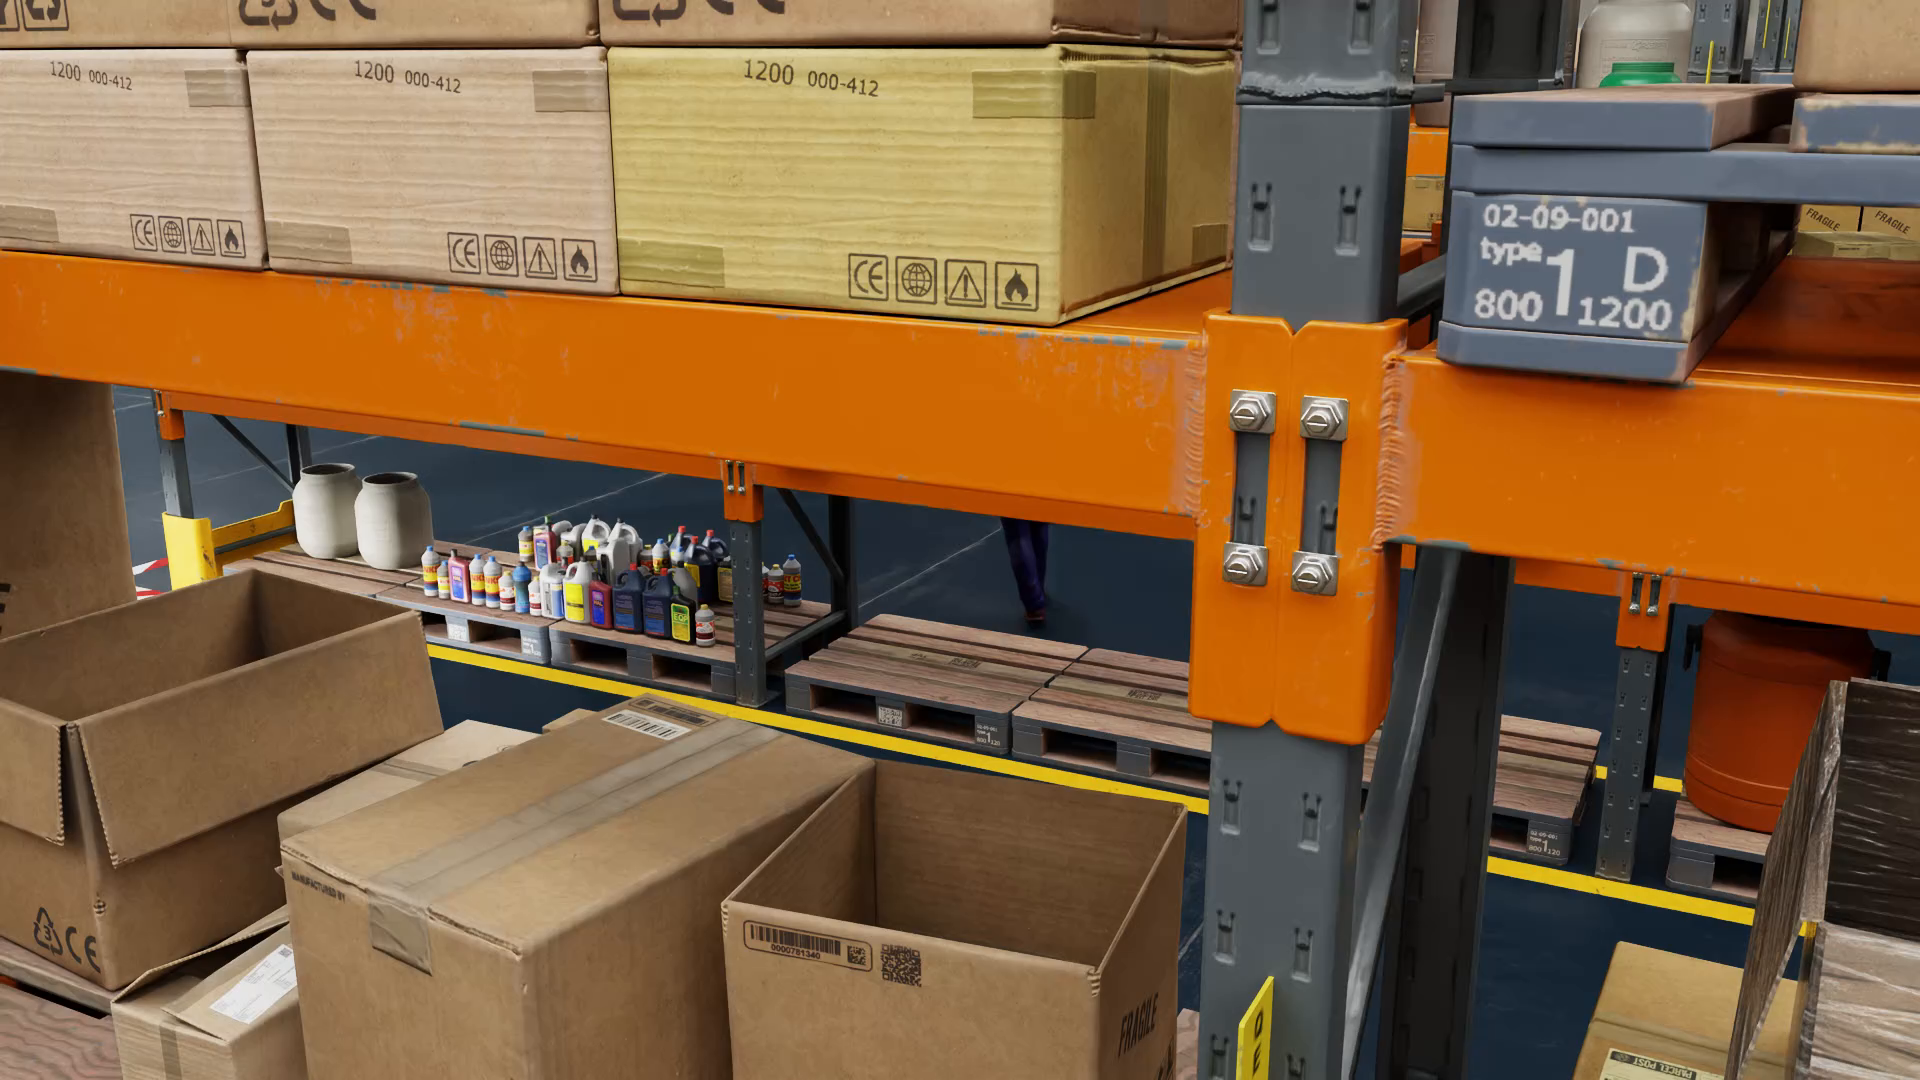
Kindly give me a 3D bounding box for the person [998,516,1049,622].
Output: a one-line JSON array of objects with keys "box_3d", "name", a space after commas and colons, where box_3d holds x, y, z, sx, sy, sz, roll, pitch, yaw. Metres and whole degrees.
[{"box_3d": [0.341, -0.374, 9.392, 0.562, 1.651, 0.736, -4, 16, -15], "name": "person"}]
